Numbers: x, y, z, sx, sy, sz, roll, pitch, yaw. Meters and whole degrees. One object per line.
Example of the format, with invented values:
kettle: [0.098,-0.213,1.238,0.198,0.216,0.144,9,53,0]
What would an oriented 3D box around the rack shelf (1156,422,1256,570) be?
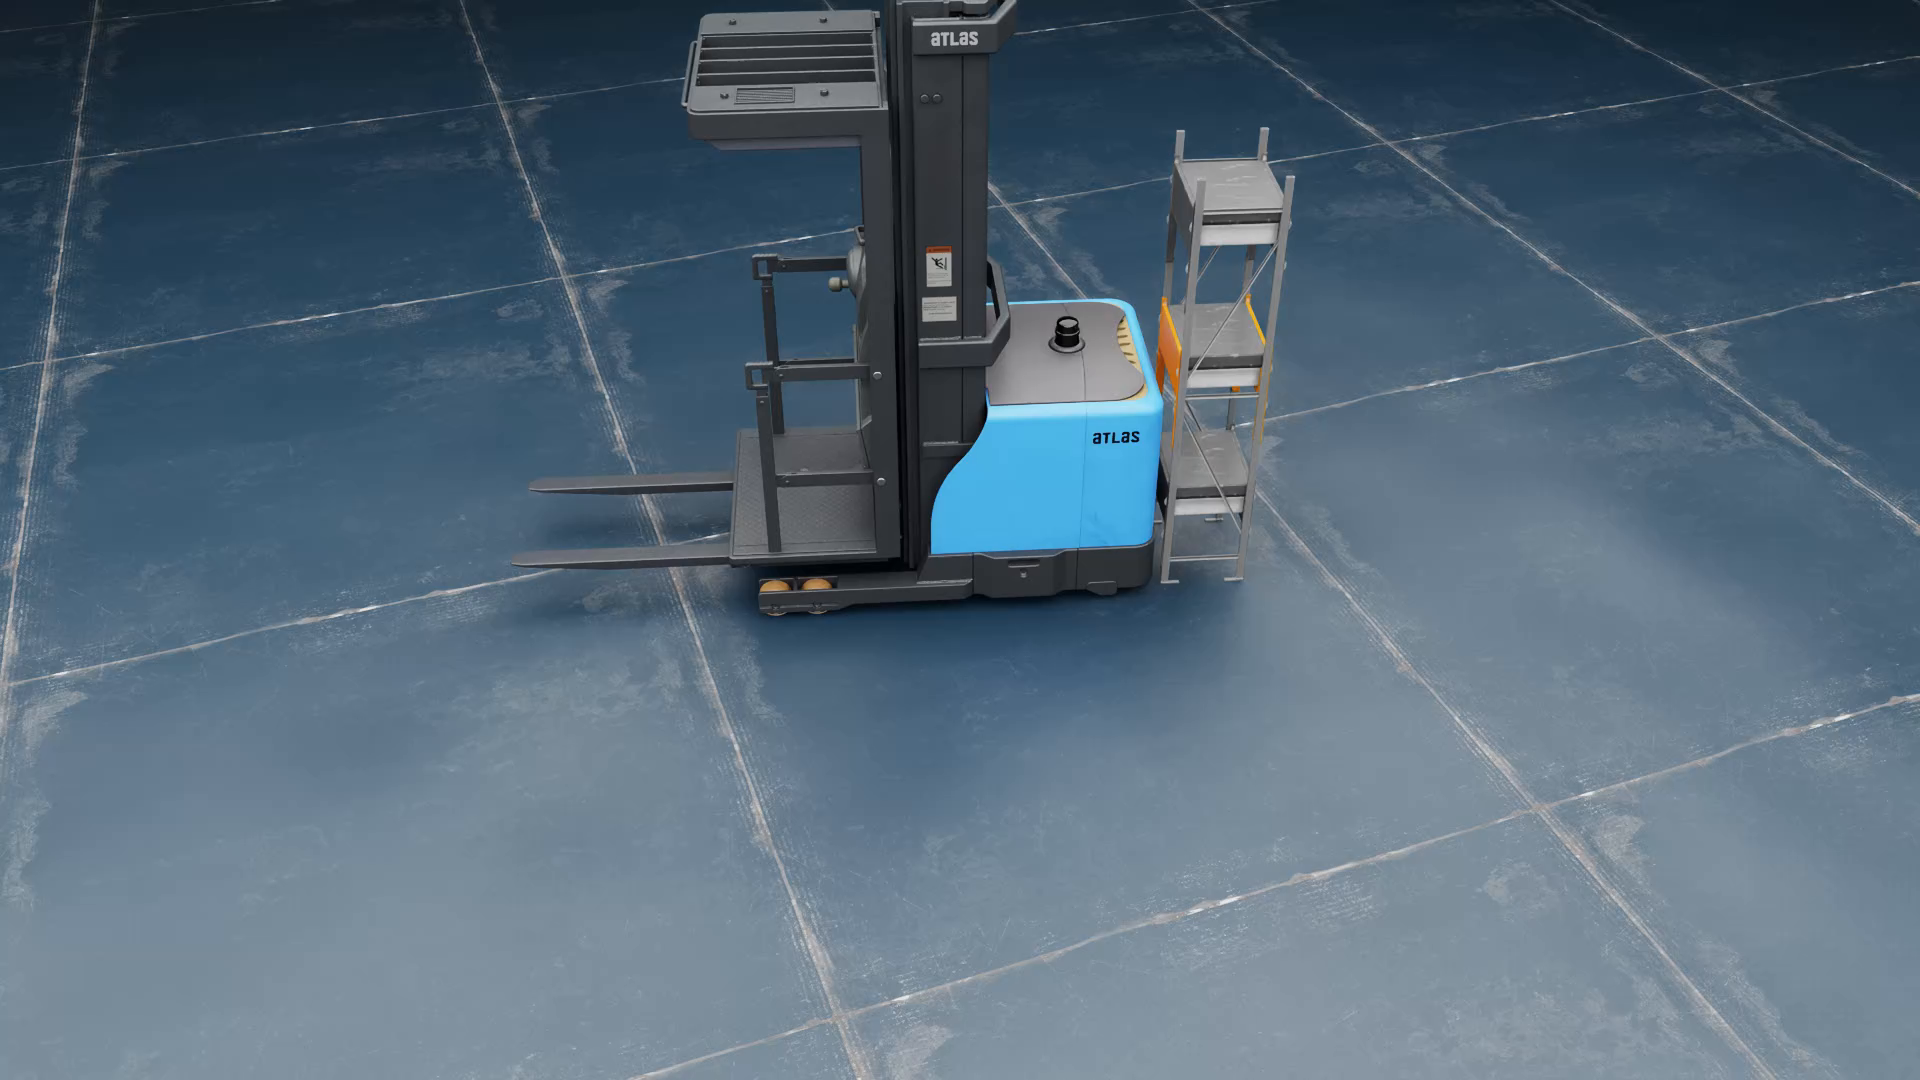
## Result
rack shelf: [1.150,-0.214,8.035,0.431,0.518,0.480,-2,37,-3]

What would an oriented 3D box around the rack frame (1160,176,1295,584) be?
rack frame: [1.167,-0.637,7.411,0.400,2.100,0.015,-2,37,-3]

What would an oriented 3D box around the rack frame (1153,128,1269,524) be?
rack frame: [1.133,-0.930,7.800,0.400,2.100,0.015,-2,37,-3]

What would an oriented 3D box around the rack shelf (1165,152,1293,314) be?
rack shelf: [1.150,-1.332,7.193,0.431,0.518,0.480,-2,37,-3]

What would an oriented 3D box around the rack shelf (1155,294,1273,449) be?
rack shelf: [1.150,-0.773,7.614,0.431,0.518,0.480,-2,37,-3]

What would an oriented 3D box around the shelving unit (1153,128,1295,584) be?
shelving unit: [1.150,-0.784,7.606,0.431,2.100,0.503,-2,37,-3]

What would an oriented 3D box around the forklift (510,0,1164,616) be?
forklift: [-0.621,-1.145,7.394,3.031,2.935,1.130,-2,37,-3]
